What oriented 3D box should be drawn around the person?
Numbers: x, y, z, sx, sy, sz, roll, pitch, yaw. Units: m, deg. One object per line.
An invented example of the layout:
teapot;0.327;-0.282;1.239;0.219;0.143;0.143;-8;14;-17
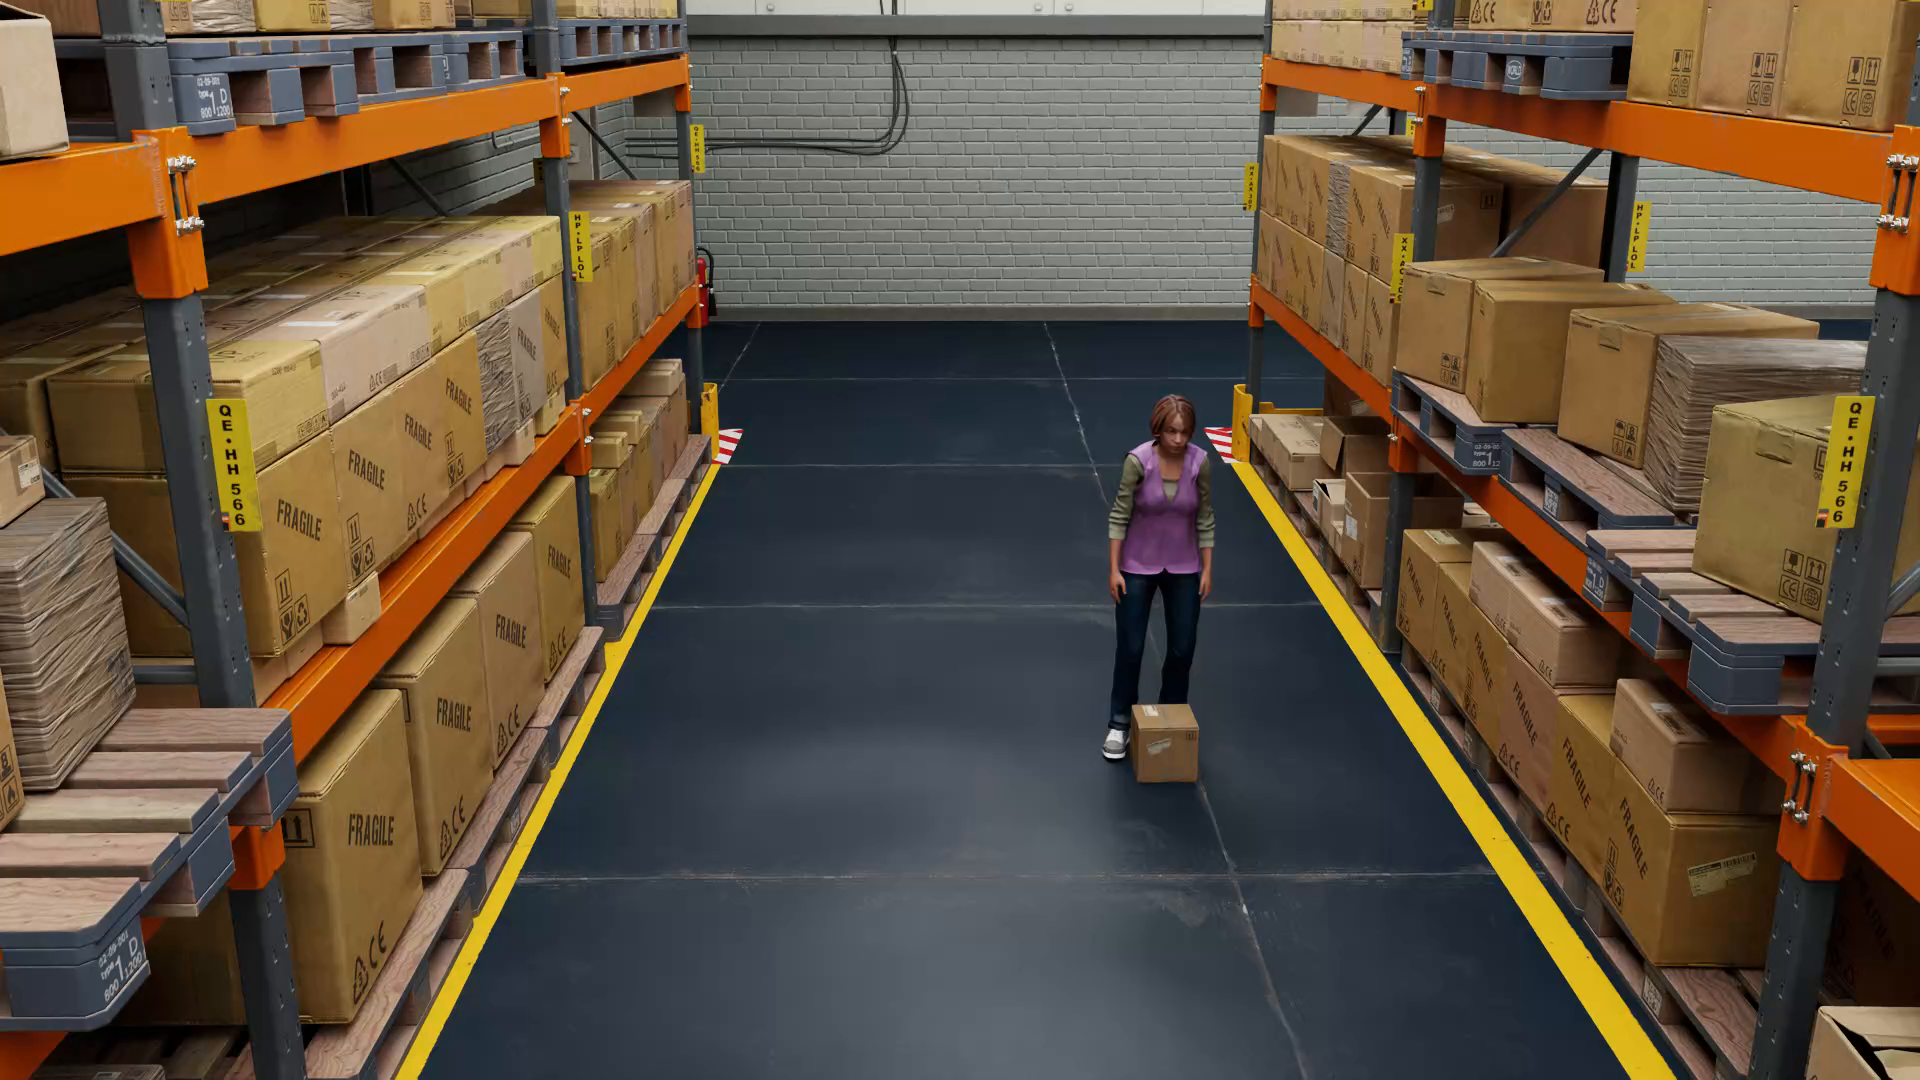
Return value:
person;0.851;0.152;7.086;0.472;1.590;0.347;-1;17;-3
